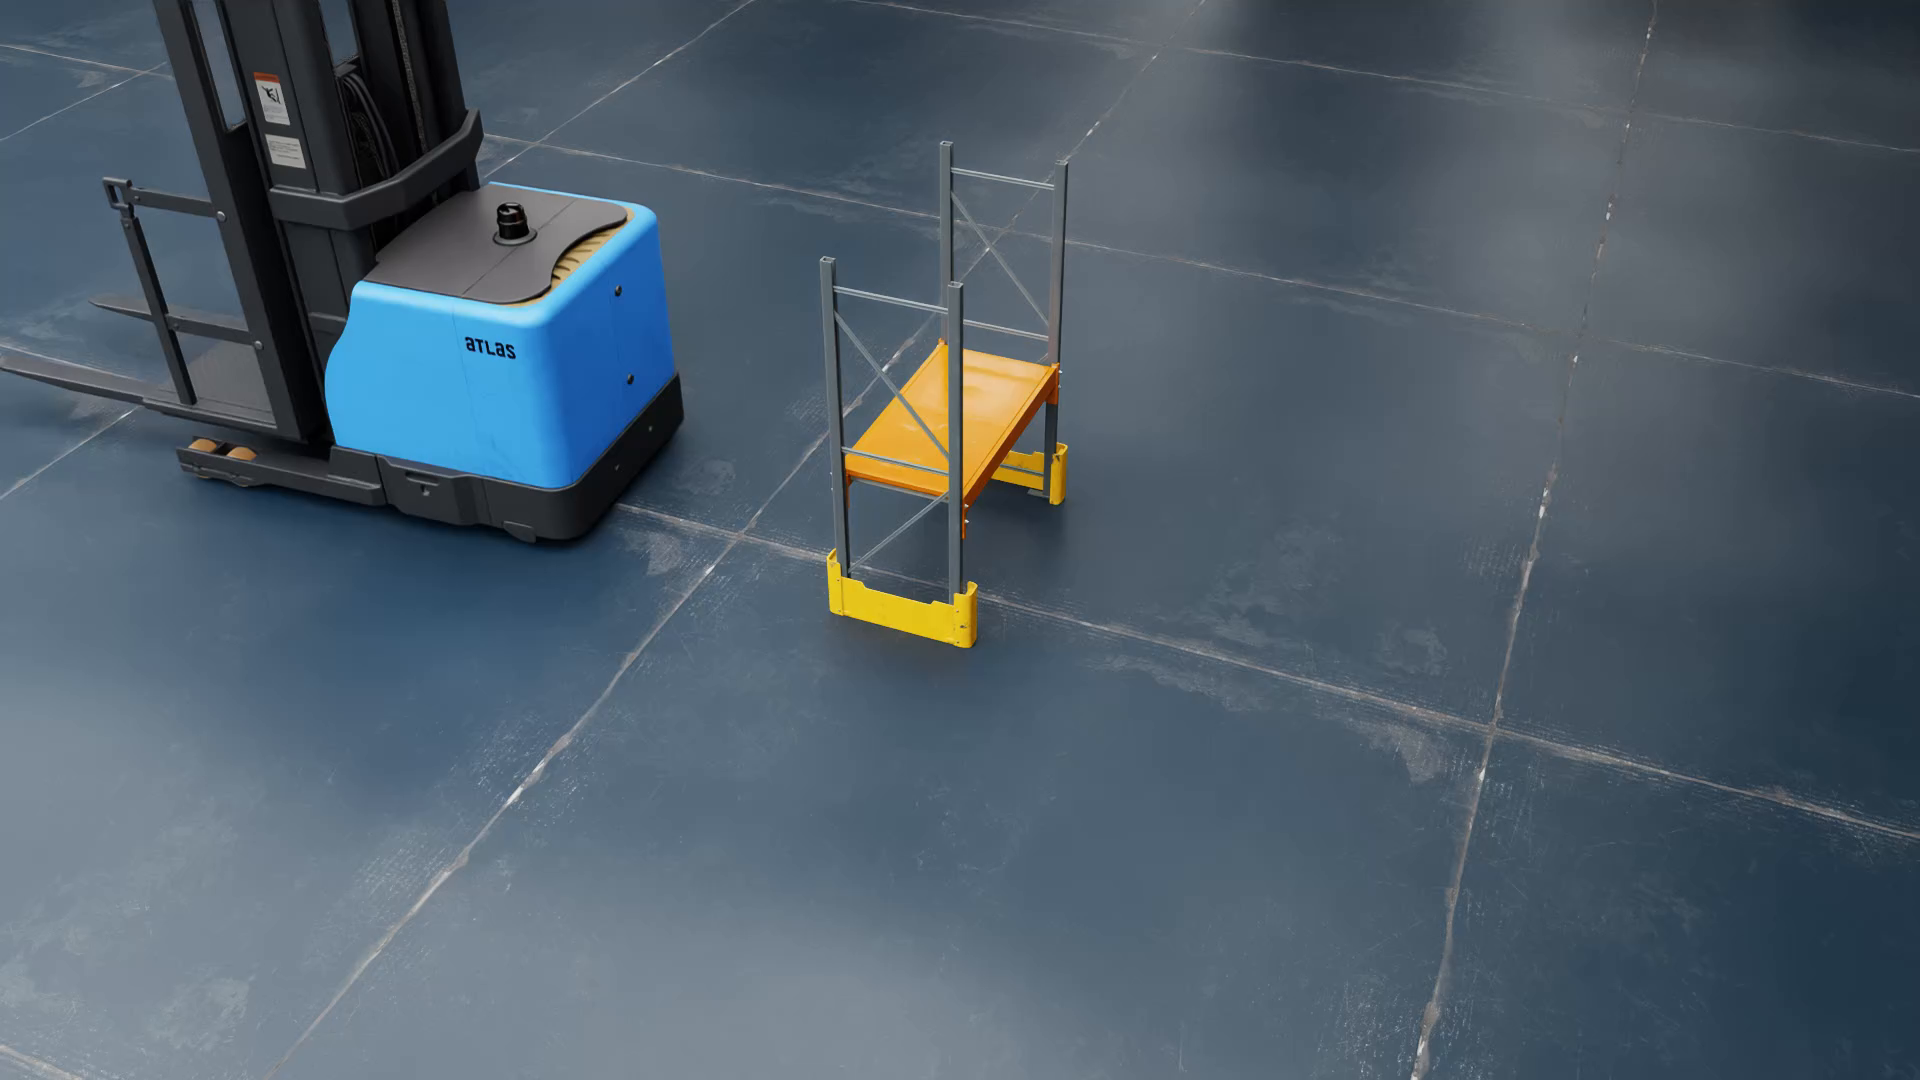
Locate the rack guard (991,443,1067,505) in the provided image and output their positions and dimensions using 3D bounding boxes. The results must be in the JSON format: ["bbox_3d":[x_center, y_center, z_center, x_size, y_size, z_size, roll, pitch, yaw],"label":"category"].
[{"bbox_3d":[0.160,-0.334,6.988,0.587,0.250,0.087,14,39,18],"label":"rack guard"}]

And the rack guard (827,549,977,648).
[{"bbox_3d":[-0.218,0.218,6.250,0.587,0.250,0.087,14,39,18],"label":"rack guard"}]

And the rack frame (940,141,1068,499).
[{"bbox_3d":[0.161,-0.835,6.614,0.500,1.500,0.032,14,39,18],"label":"rack frame"}]

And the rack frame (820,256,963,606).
[{"bbox_3d":[-0.226,-0.272,5.861,0.500,1.500,0.032,14,39,18],"label":"rack frame"}]

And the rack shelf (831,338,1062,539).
[{"bbox_3d":[-0.032,-0.409,6.345,0.538,0.185,1.000,14,39,18],"label":"rack shelf"}]

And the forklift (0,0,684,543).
[{"bbox_3d":[-2.794,-1.686,6.557,3.031,2.935,1.130,11,38,15],"label":"forklift"}]

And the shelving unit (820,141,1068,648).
[{"bbox_3d":[-0.029,-0.559,6.245,0.587,1.500,1.083,14,39,18],"label":"shelving unit"}]
